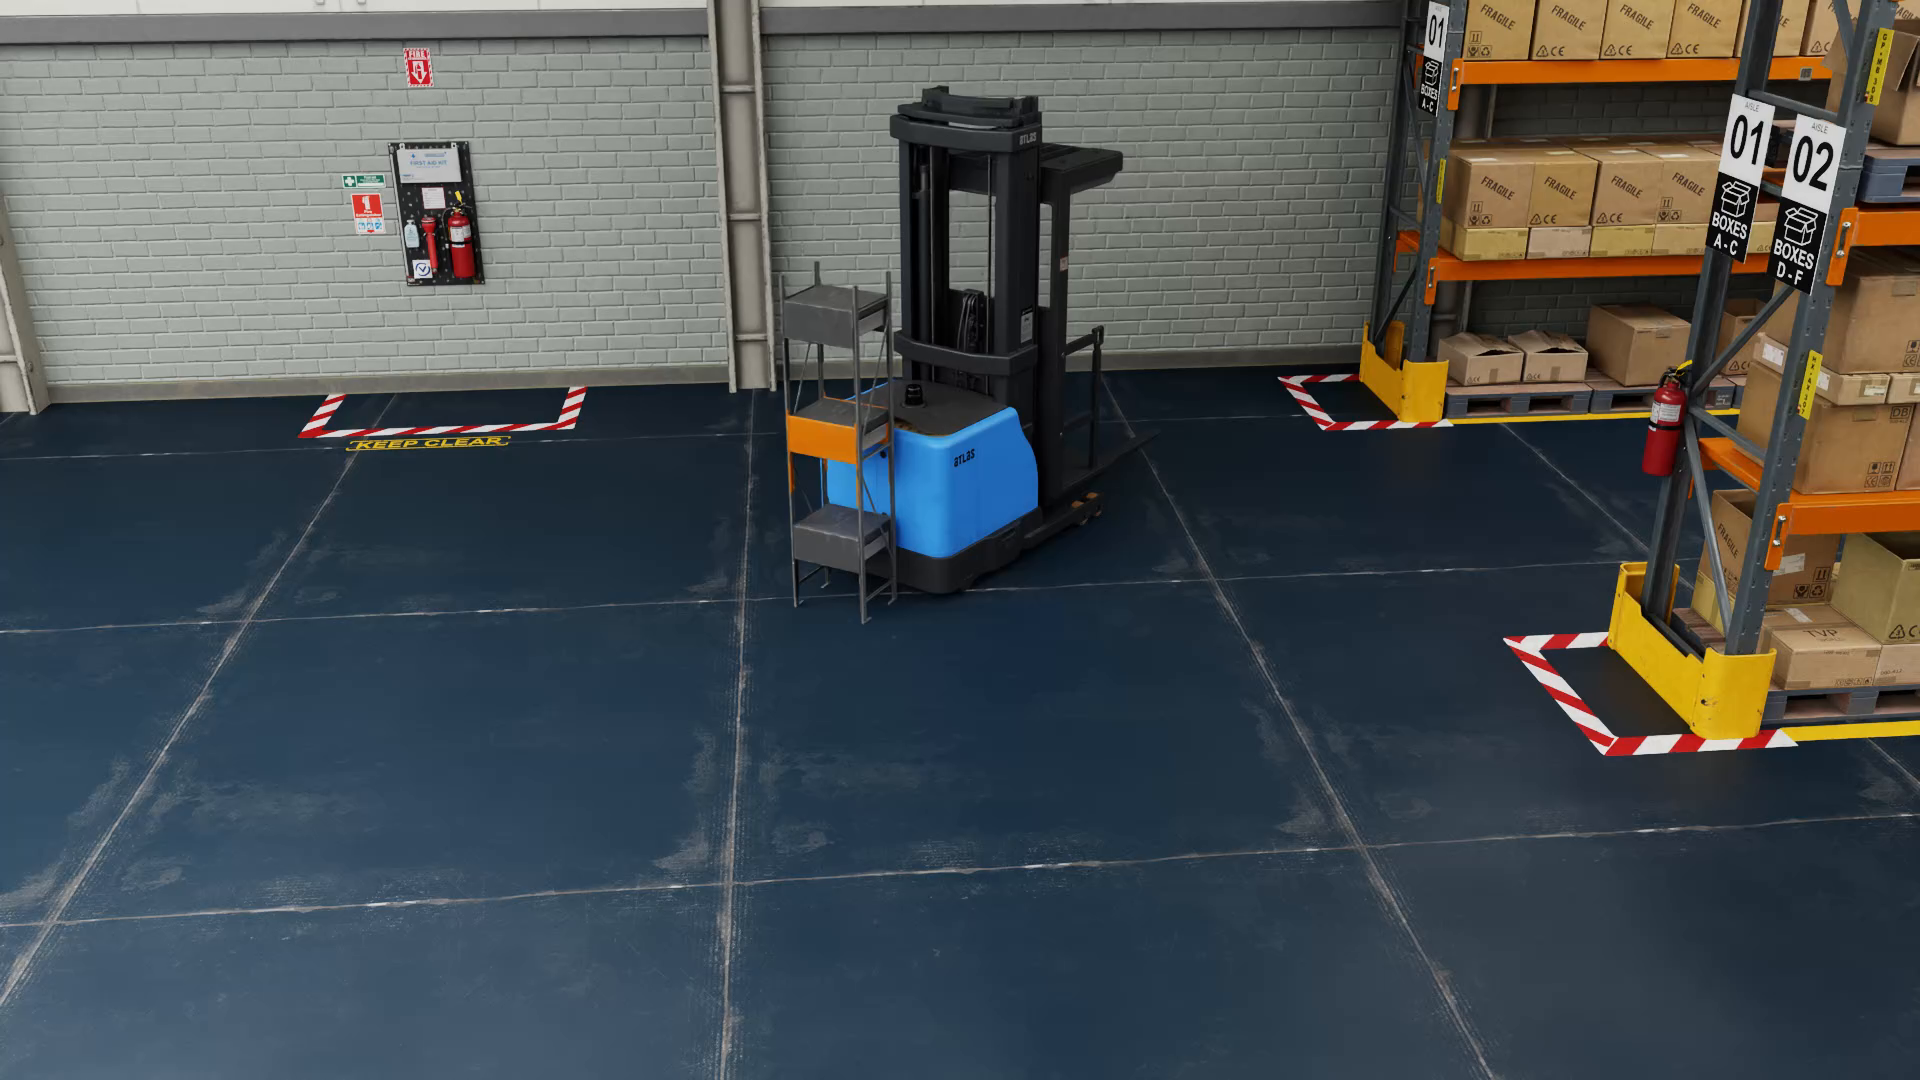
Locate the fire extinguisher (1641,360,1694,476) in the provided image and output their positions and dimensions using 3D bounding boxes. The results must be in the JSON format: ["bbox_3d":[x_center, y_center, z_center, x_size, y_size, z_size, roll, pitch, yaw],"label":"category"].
[{"bbox_3d":[3.922,-0.696,9.217,0.183,0.674,0.296,-2,24,-5],"label":"fire extinguisher"}]

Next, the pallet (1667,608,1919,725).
[{"bbox_3d":[4.842,0.679,9.463,1.213,0.211,1.003,-2,24,-5],"label":"pallet"}]

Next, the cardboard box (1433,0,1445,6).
[{"bbox_3d":[3.985,-4.095,12.928,0.500,0.500,0.500,-1,24,-1],"label":"cardboard box"}]

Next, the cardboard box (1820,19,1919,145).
[{"bbox_3d":[4.658,-2.243,8.093,0.637,0.503,0.797,-1,24,-1],"label":"cardboard box"}]

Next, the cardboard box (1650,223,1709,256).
[{"bbox_3d":[5.638,-2.445,13.219,0.500,0.250,0.500,-2,24,-5],"label":"cardboard box"}]

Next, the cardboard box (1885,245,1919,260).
[{"bbox_3d":[5.127,-1.225,8.593,0.500,0.500,0.700,-3,24,-7],"label":"cardboard box"}]

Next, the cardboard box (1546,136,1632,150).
[{"bbox_3d":[5.059,-2.976,13.490,0.500,0.500,0.500,-3,24,-7],"label":"cardboard box"}]

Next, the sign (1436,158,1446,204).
[{"bbox_3d":[3.648,-2.726,12.625,0.005,0.325,0.100,-2,24,-5],"label":"sign"}]

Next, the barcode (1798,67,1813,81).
[{"bbox_3d":[4.338,-2.391,8.528,0.075,0.075,0.001,-2,24,-5],"label":"barcode"}]

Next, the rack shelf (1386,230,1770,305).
[{"bbox_3d":[5.585,-2.301,13.620,4.000,0.370,1.077,-2,24,-5],"label":"rack shelf"}]

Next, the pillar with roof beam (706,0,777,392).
[{"bbox_3d":[-1.341,-3.689,8.471,0.400,9.000,9.100,-2,24,-5],"label":"pillar with roof beam"}]

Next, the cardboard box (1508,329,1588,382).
[{"bbox_3d":[4.860,-1.536,13.782,0.500,0.311,0.500,0,24,-1],"label":"cardboard box"}]

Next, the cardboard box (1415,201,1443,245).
[{"bbox_3d":[4.041,-2.588,13.539,0.500,0.250,0.500,-2,24,-4],"label":"cardboard box"}]

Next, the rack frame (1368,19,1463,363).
[{"bbox_3d":[3.595,-2.550,13.294,0.127,3.000,1.000,-2,24,-5],"label":"rack frame"}]

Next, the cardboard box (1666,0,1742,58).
[{"bbox_3d":[5.538,-3.947,12.597,0.500,0.500,0.500,-1,24,-2],"label":"cardboard box"}]

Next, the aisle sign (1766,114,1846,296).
[{"bbox_3d":[4.050,-1.609,7.977,0.004,0.787,0.394,-2,24,-5],"label":"aisle sign"}]

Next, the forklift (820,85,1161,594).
[{"bbox_3d":[0.364,-1.544,11.116,1.130,2.935,3.031,16,29,32],"label":"forklift"}]

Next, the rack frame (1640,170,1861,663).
[{"bbox_3d":[4.086,-0.548,8.790,0.127,3.000,1.000,-2,24,-5],"label":"rack frame"}]

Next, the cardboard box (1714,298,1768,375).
[{"bbox_3d":[6.547,-1.711,13.942,0.500,0.500,0.500,-4,24,-9],"label":"cardboard box"}]

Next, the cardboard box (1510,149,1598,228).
[{"bbox_3d":[4.592,-2.747,12.973,0.500,0.500,0.500,-2,24,-5],"label":"cardboard box"}]

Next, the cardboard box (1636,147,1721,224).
[{"bbox_3d":[5.620,-2.790,13.071,0.500,0.500,0.500,-2,24,-3],"label":"cardboard box"}]

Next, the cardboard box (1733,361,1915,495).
[{"bbox_3d":[4.551,-0.607,8.800,0.500,0.500,0.700,-2,24,-5],"label":"cardboard box"}]

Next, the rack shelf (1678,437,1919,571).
[{"bbox_3d":[6.076,-0.299,9.115,4.000,0.370,1.077,-2,24,-5],"label":"rack shelf"}]

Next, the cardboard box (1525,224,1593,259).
[{"bbox_3d":[4.627,-2.408,13.135,0.500,0.250,0.500,-3,24,-7],"label":"cardboard box"}]

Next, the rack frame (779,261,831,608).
[{"bbox_3d":[-0.927,-0.611,10.040,0.015,2.100,0.400,12,27,26],"label":"rack frame"}]

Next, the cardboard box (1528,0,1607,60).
[{"bbox_3d":[4.490,-3.895,12.479,0.500,0.500,0.500,-1,24,-2],"label":"cardboard box"}]

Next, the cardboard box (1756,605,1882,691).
[{"bbox_3d":[4.641,0.585,9.109,0.500,0.250,0.500,-2,24,-5],"label":"cardboard box"}]

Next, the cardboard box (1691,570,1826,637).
[{"bbox_3d":[4.590,0.376,9.580,0.500,0.250,0.500,-2,24,-5],"label":"cardboard box"}]

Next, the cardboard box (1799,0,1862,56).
[{"bbox_3d":[6.593,-4.000,12.716,0.500,0.500,0.500,-4,24,-10],"label":"cardboard box"}]

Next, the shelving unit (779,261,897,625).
[{"bbox_3d":[-0.712,-0.565,9.934,0.503,2.100,0.431,12,27,26],"label":"shelving unit"}]

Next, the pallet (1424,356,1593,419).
[{"bbox_3d":[4.483,-1.297,13.908,1.213,0.211,1.003,-2,24,-5],"label":"pallet"}]

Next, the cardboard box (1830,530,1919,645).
[{"bbox_3d":[5.139,0.222,9.003,0.500,0.500,0.500,-2,24,-5],"label":"cardboard box"}]

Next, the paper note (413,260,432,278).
[{"bbox_3d":[-4.410,-2.223,13.643,0.142,0.148,0.016,-2,24,-5],"label":"paper note"}]

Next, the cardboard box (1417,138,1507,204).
[{"bbox_3d":[4.043,-2.938,13.404,0.500,0.500,0.500,-3,24,-6],"label":"cardboard box"}]

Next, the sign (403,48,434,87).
[{"bbox_3d":[-4.245,-3.704,13.036,0.199,0.298,0.001,-2,24,-5],"label":"sign"}]

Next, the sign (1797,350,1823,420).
[{"bbox_3d":[4.134,-0.755,8.092,0.005,0.325,0.100,-2,24,-5],"label":"sign"}]

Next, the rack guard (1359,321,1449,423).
[{"bbox_3d":[3.671,-1.411,13.809,0.348,0.500,1.175,-2,24,-5],"label":"rack guard"}]

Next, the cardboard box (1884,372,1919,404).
[{"bbox_3d":[4.760,-0.830,8.503,0.250,0.149,0.380,-3,24,-7],"label":"cardboard box"}]

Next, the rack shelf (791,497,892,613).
[{"bbox_3d":[-0.711,0.088,10.224,0.480,0.518,0.431,12,27,26],"label":"rack shelf"}]

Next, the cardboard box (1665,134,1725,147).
[{"bbox_3d":[6.076,-3.022,13.592,0.500,0.500,0.500,-2,24,-4],"label":"cardboard box"}]
